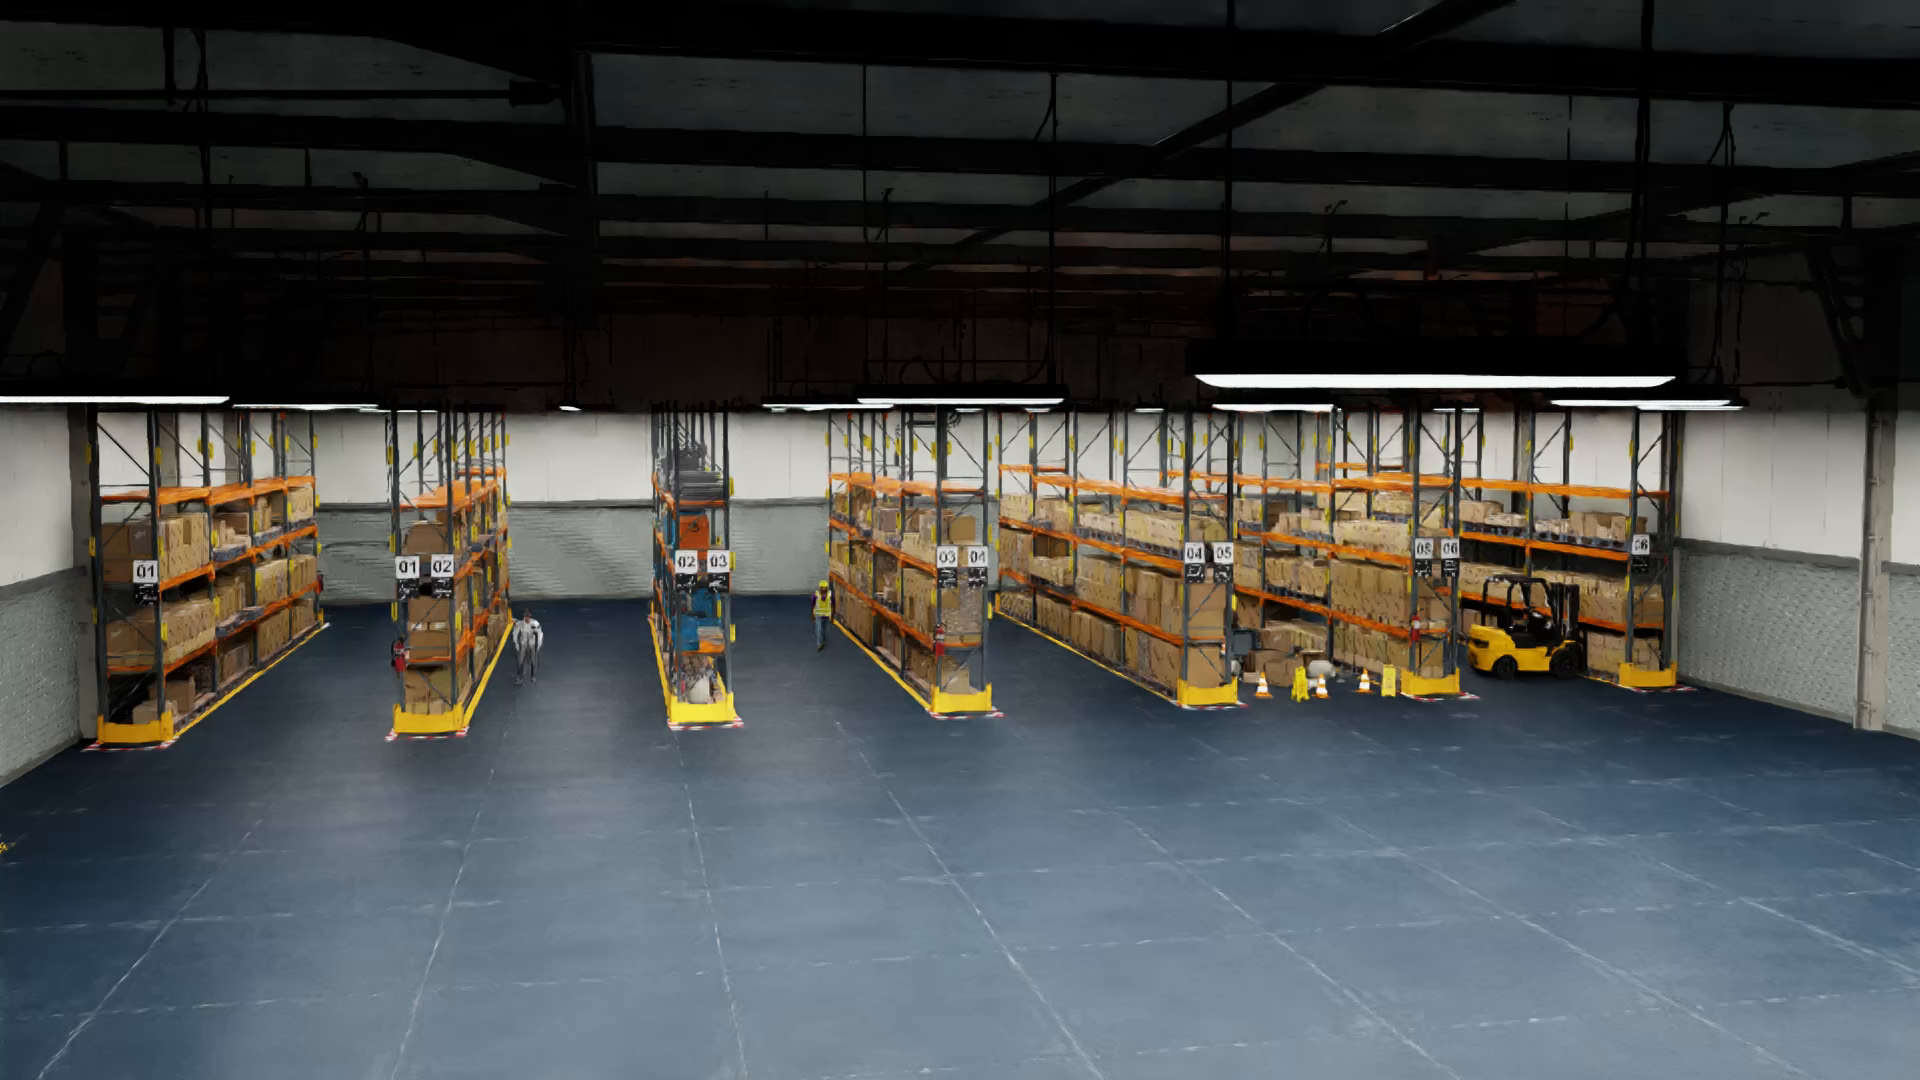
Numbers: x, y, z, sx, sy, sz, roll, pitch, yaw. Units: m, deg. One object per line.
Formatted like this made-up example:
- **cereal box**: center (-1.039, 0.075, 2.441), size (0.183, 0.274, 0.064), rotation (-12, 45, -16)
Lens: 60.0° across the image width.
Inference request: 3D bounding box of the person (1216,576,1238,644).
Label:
- **person**: center (6.643, 1.717, 41.161), size (0.642, 1.771, 0.692), rotation (1, 4, 12)

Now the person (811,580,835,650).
- **person**: center (-3.322, 1.810, 40.533), size (0.577, 1.687, 1.114), rotation (-1, 4, -13)

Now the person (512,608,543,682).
- **person**: center (-9.231, 2.240, 35.514), size (0.639, 1.632, 0.512), rotation (-1, 4, -14)
